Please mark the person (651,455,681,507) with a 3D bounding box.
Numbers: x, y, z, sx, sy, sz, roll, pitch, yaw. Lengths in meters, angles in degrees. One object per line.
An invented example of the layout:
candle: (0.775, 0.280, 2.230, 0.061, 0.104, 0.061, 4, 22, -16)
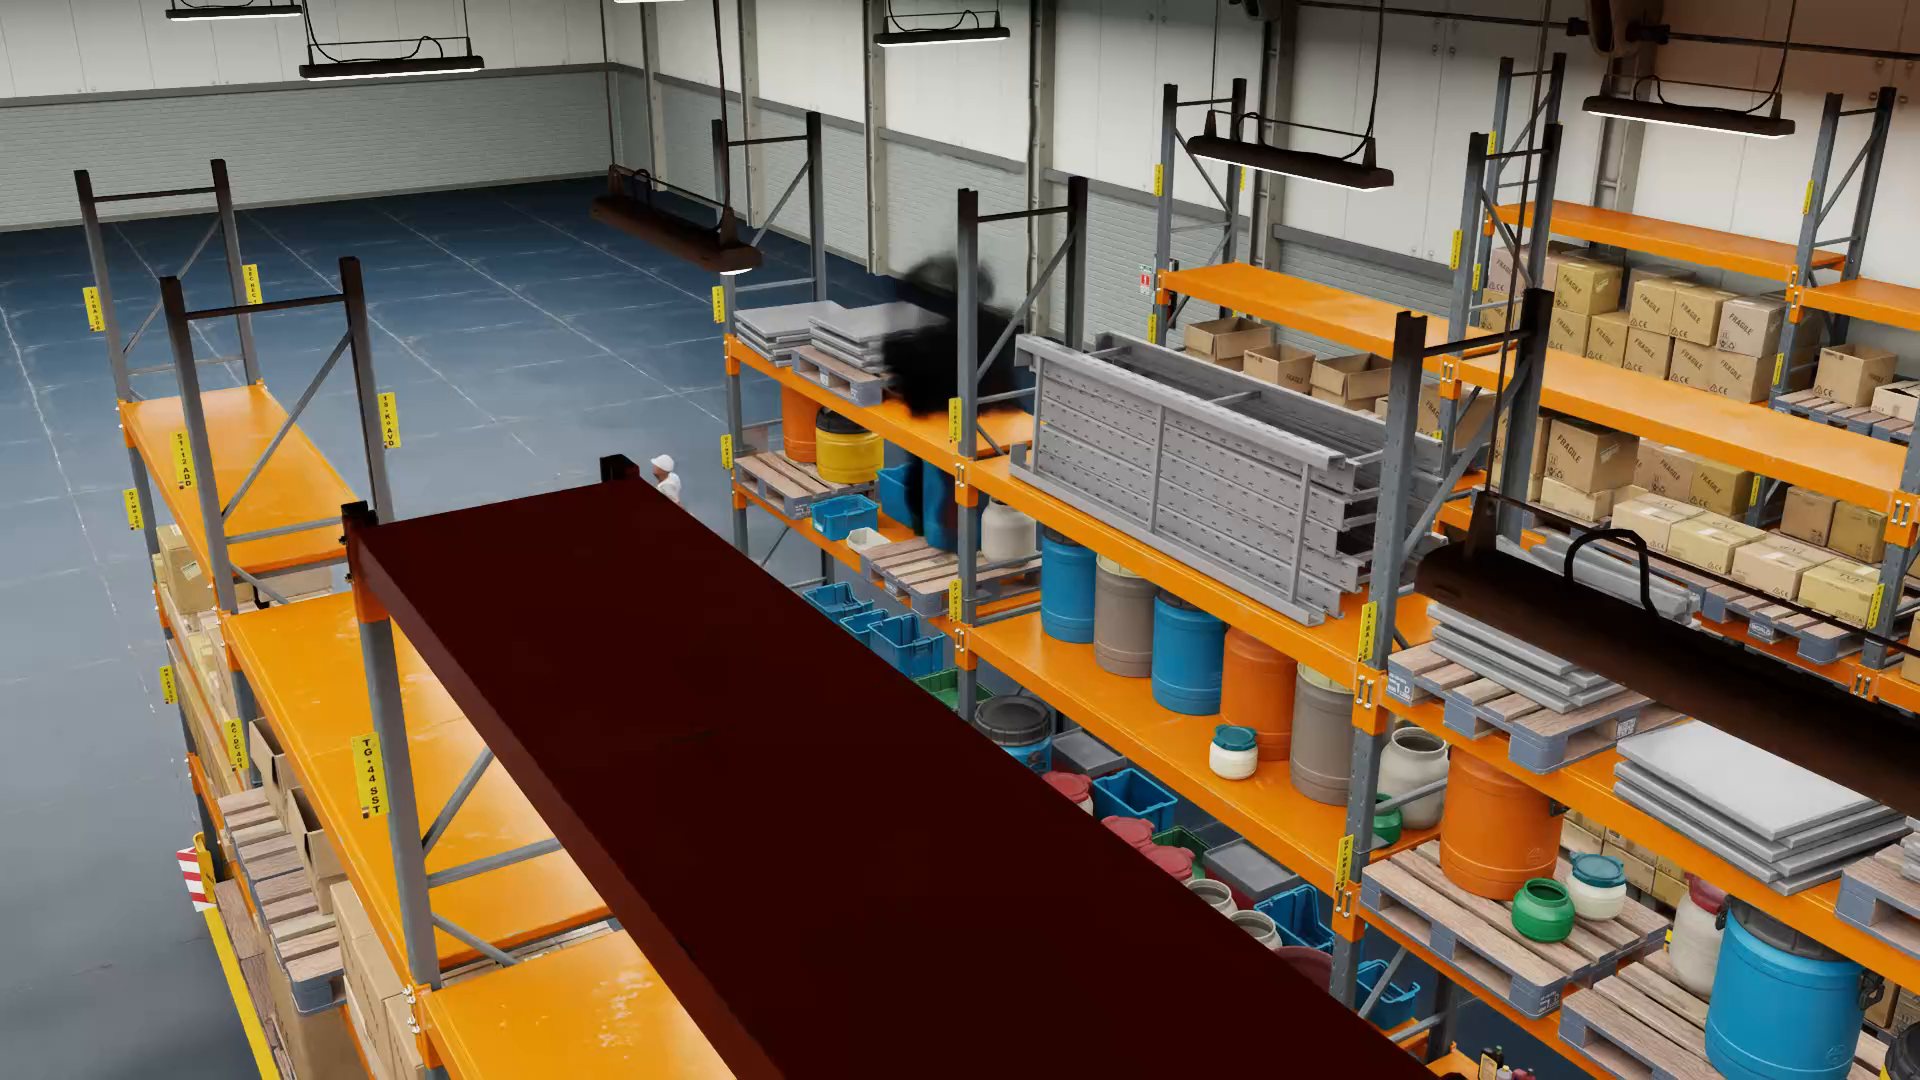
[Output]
person: (-3.336, -0.150, 19.432, 0.849, 1.773, 0.688, -1, 22, -3)
